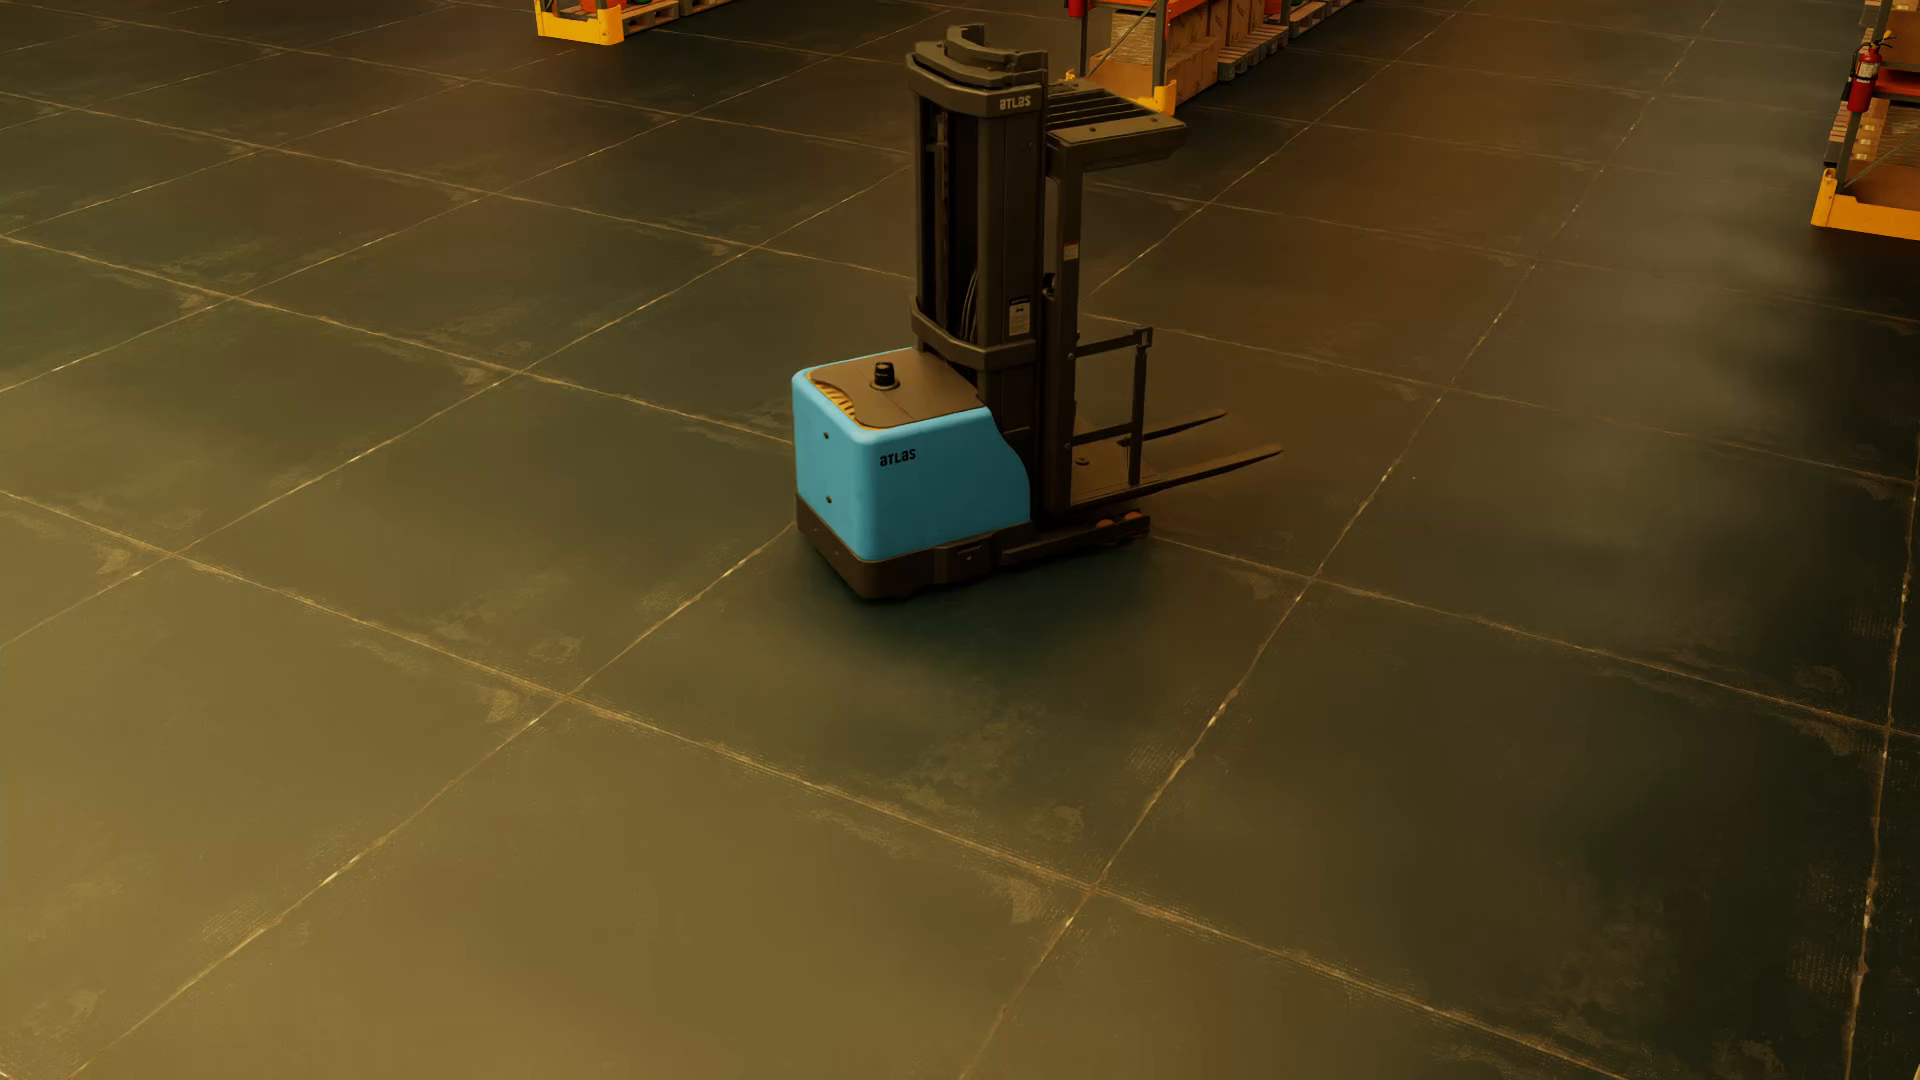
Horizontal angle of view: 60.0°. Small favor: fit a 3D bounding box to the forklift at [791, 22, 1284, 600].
[{"bbox_3d":[0.564,-1.443,9.571,3.031,2.935,1.130,-15,33,-24],"label":"forklift"}]
